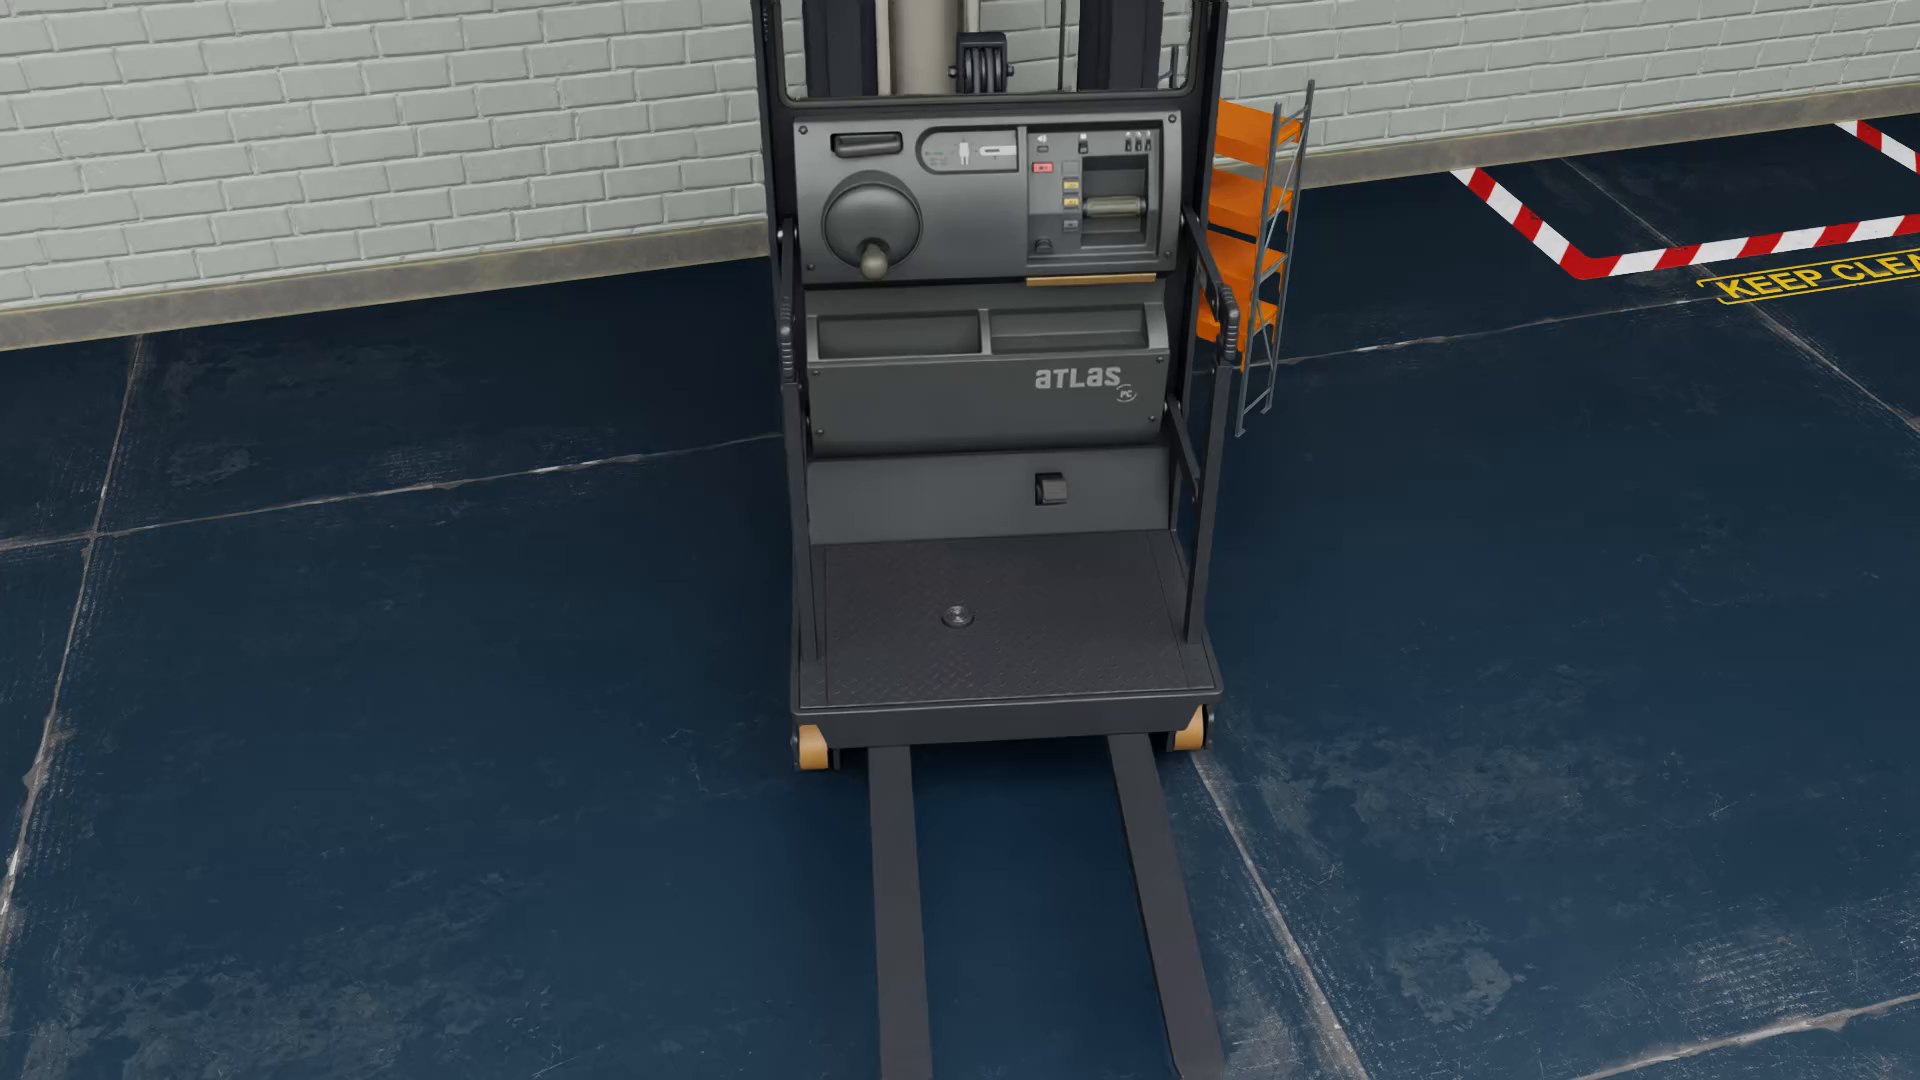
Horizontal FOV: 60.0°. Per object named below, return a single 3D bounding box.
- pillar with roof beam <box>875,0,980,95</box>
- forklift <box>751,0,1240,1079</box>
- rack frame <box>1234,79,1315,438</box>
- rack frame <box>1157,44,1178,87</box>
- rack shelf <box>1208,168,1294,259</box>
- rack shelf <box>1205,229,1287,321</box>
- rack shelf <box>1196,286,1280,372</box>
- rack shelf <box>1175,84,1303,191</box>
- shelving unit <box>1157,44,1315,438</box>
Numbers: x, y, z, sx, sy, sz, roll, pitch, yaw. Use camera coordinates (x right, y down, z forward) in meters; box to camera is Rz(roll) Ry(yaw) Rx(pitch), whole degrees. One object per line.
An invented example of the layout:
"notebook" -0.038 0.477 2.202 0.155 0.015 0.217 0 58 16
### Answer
"pillar with roof beam" 0.965 -2.233 0.762 0.400 9.000 9.100 -9 38 -12
"forklift" 0.088 -0.762 3.834 1.130 2.935 3.031 -3 37 -3
"rack frame" 1.020 -0.887 5.422 0.015 1.200 0.240 24 44 28
"rack frame" 0.627 -1.063 5.652 0.015 1.200 0.240 24 44 28
"rack shelf" 0.823 -1.099 5.442 0.480 0.148 0.258 24 44 28
"rack shelf" 0.823 -0.922 5.578 0.480 0.148 0.258 24 44 28
"rack shelf" 0.823 -0.764 5.699 0.480 0.148 0.258 24 44 28
"rack shelf" 0.823 -1.287 5.298 0.480 0.148 0.258 24 44 28
"shelving unit" 0.823 -0.975 5.537 0.503 1.200 0.258 24 44 28
